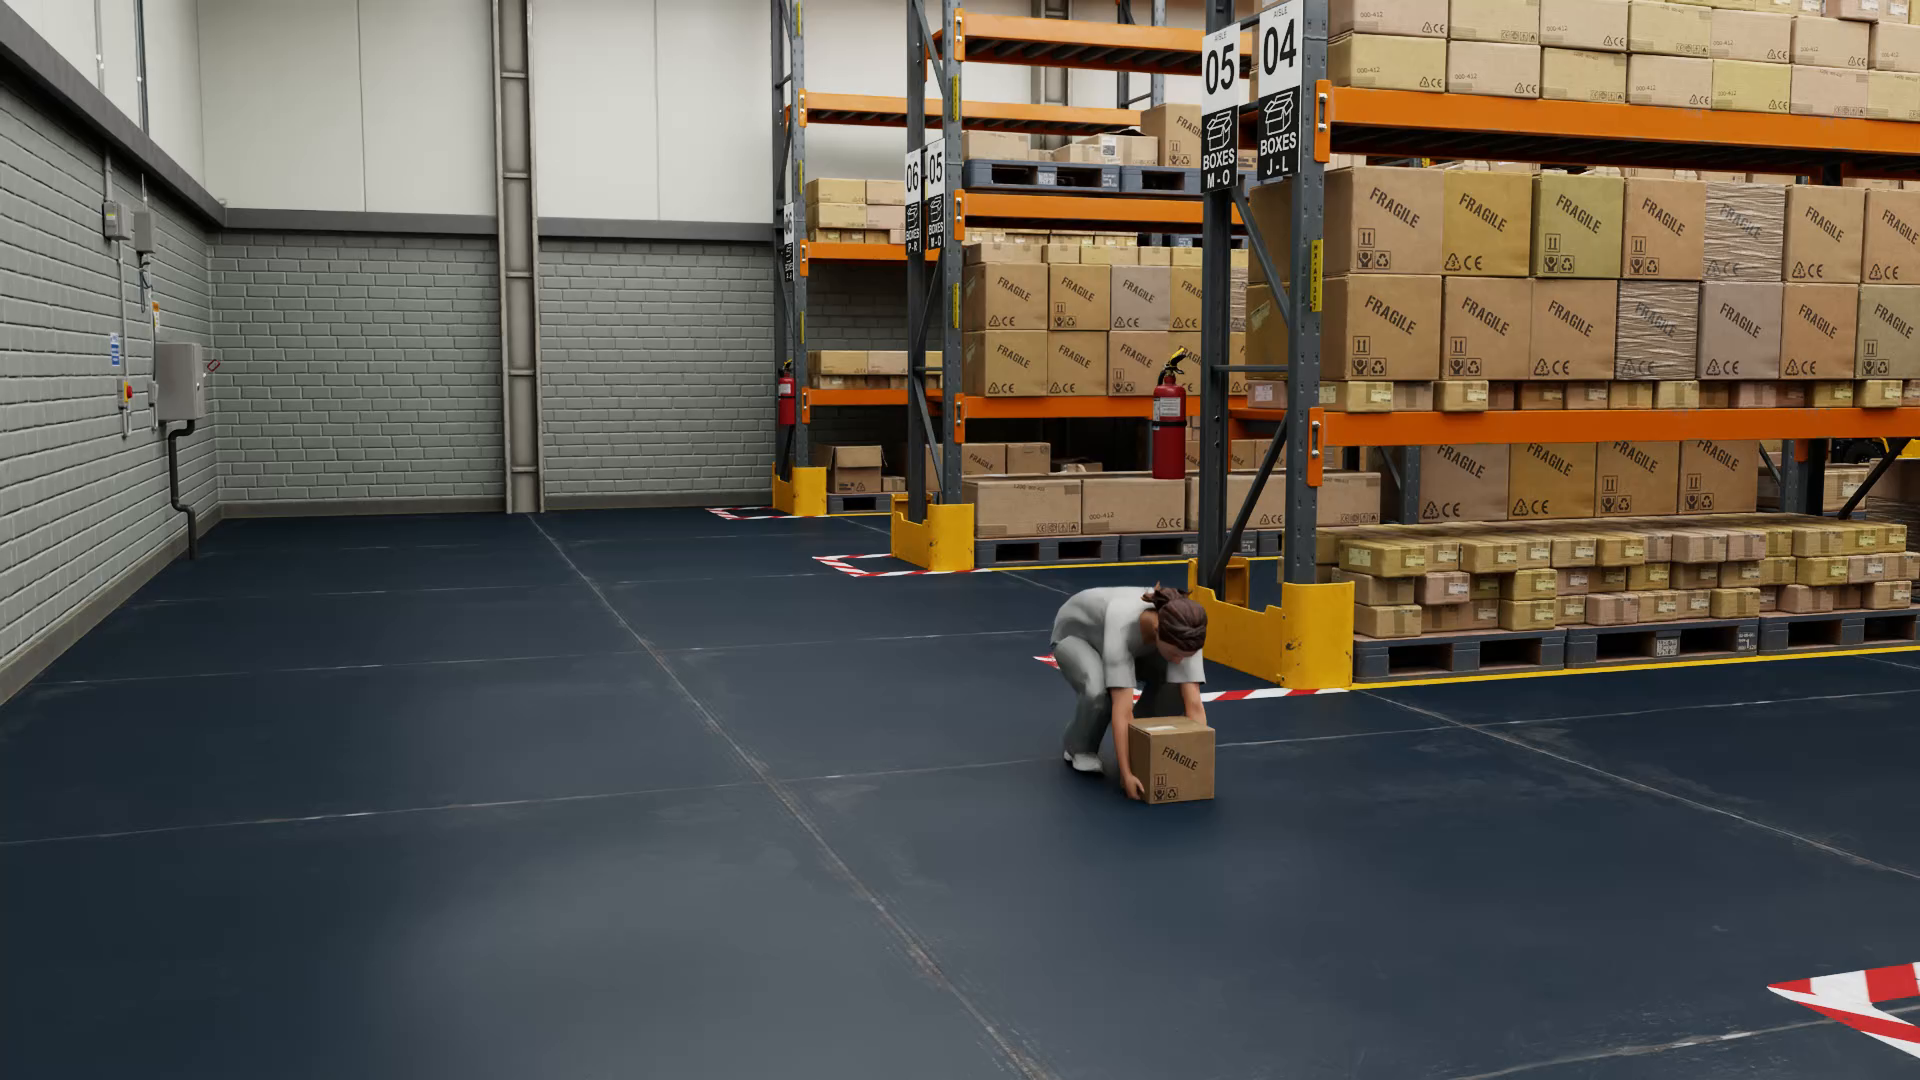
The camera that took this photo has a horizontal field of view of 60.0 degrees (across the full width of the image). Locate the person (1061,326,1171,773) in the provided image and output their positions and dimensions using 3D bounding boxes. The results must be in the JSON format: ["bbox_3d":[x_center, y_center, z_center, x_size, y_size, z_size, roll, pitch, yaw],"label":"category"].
[{"bbox_3d":[0.603,0.037,6.229,0.424,1.668,0.542,-2,6,-19],"label":"person"}]
